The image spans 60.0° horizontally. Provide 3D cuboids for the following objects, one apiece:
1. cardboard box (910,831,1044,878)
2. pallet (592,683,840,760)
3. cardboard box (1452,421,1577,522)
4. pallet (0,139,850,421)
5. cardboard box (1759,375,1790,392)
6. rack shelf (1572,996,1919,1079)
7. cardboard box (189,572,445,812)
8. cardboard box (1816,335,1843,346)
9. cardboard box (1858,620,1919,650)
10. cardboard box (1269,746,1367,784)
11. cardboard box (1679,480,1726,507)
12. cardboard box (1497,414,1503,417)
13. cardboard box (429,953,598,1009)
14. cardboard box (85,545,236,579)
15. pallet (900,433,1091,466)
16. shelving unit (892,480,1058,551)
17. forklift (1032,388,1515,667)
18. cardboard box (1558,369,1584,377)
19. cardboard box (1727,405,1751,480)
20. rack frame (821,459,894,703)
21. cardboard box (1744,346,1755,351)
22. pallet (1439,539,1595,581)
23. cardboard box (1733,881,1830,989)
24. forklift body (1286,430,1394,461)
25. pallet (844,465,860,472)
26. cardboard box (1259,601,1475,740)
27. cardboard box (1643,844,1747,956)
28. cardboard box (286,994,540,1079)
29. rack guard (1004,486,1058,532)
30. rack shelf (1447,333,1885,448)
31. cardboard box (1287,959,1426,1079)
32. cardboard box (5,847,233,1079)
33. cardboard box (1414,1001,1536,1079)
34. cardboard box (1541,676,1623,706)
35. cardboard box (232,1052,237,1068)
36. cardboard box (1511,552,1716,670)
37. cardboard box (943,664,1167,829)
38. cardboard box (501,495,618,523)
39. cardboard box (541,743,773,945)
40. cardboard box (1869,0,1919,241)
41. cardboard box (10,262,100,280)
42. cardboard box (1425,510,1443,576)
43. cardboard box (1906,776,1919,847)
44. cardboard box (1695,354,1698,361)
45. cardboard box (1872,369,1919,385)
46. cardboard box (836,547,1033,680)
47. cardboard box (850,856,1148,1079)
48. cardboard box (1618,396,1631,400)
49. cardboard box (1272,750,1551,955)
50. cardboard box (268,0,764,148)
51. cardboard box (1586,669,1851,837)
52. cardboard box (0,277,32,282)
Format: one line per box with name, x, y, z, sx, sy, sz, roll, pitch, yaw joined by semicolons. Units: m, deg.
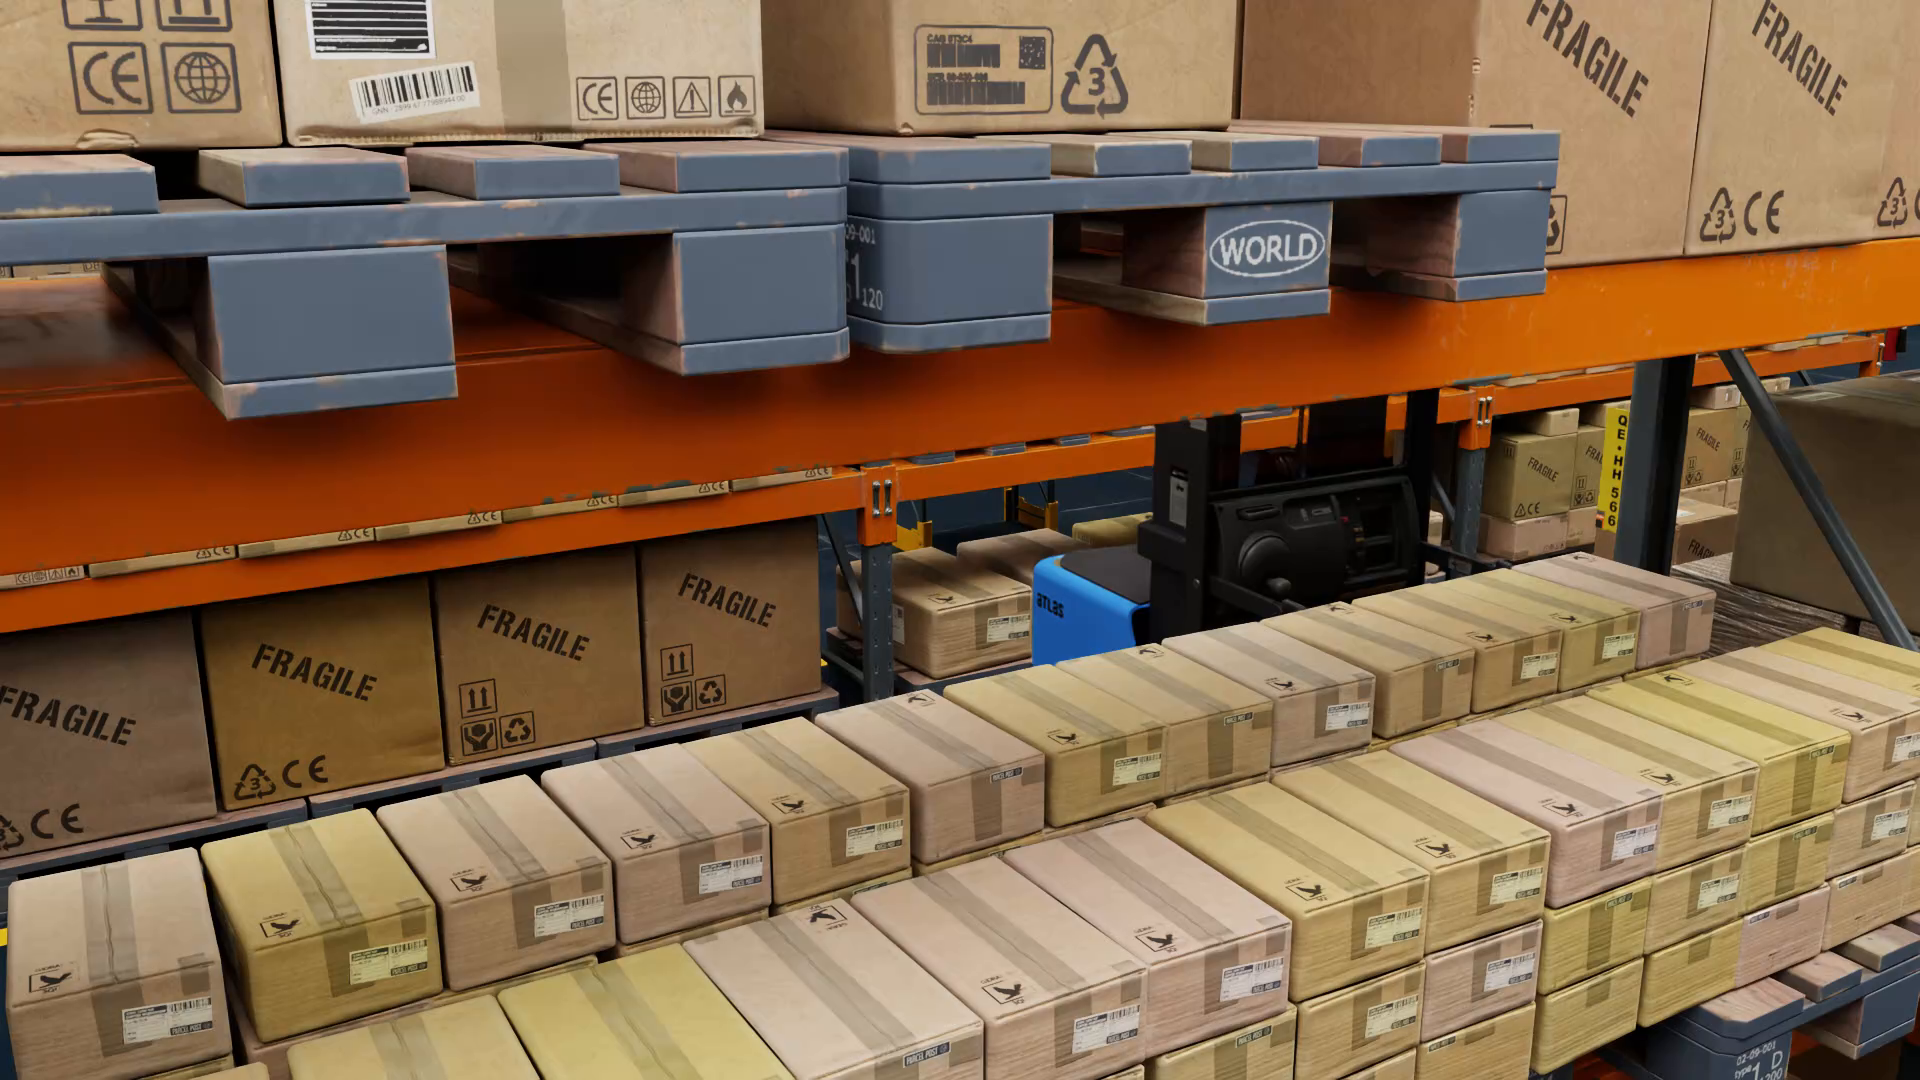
cardboard box;-0.053;0.553;3.017;0.250;0.149;0.380;-9;18;-29
pallet;-1.342;0.810;8.129;1.213;0.211;1.003;-9;18;-30
cardboard box;3.446;-0.440;10.348;0.500;0.500;0.500;-8;18;-27
pallet;-0.836;-0.353;1.901;1.003;0.211;1.213;-9;18;-30
cardboard box;5.398;-1.050;11.325;0.250;0.149;0.380;-9;18;-28
rack shelf;0.294;1.131;3.152;4.000;0.370;1.077;-9;18;-30
cardboard box;-2.795;0.520;7.156;0.875;0.875;0.875;-9;18;-28
cardboard box;5.860;-1.454;11.504;0.250;0.149;0.380;-9;18;-30
cardboard box;2.533;0.458;4.033;0.500;0.500;0.500;-9;18;-29
cardboard box;0.602;0.448;3.390;0.250;0.149;0.380;-9;18;-30
cardboard box;4.782;-0.296;11.226;0.500;0.250;0.500;-10;18;-32
cardboard box;3.606;-0.636;11.047;0.500;0.500;0.500;-9;18;-29
cardboard box;-0.741;0.666;2.612;0.250;0.149;0.380;-8;18;-27
cardboard box;-3.100;-0.069;6.377;0.500;0.250;0.500;-10;18;-31
pallet;-0.071;-0.656;8.549;1.003;0.211;1.213;-9;18;-30
shelving unit;0.065;-0.733;11.245;1.083;1.500;0.587;-9;18;-30
forklift;1.440;-0.011;6.019;1.130;2.935;3.031;-8;18;-27
cardboard box;3.639;-1.121;10.316;0.250;0.149;0.380;-9;18;-30
cardboard box;5.232;-0.731;11.388;0.500;0.500;0.500;-8;18;-28
rack frame;-0.627;-0.625;8.082;0.127;3.000;1.000;-9;18;-30
cardboard box;5.132;-1.377;11.230;0.250;0.149;0.380;-9;18;-29
pallet;3.359;0.060;10.804;1.213;0.211;1.003;-9;18;-30
cardboard box;1.388;0.670;3.150;0.250;0.149;0.380;-9;18;-29
forklift body;2.985;-1.790;13.812;1.214;2.155;2.313;-9;18;-30
pallet;-1.416;-0.704;13.530;1.213;0.211;1.003;-9;18;-30
cardboard box;0.844;0.266;3.490;0.250;0.149;0.380;-10;19;-32
cardboard box;1.153;0.565;2.972;0.250;0.149;0.380;-9;18;-30
cardboard box;-0.610;0.706;1.919;0.250;0.149;0.380;-9;18;-28
rack guard;0.492;-0.200;11.661;0.087;0.250;0.587;-9;18;-30
rack shelf;4.516;-1.113;11.154;4.000;0.370;1.077;-9;18;-30
cardboard box;0.494;0.672;2.593;0.250;0.149;0.380;-10;18;-31
cardboard box;-1.177;0.594;2.320;0.250;0.149;0.380;-8;18;-27
cardboard box;0.720;0.777;2.768;0.250;0.149;0.380;-9;18;-28
cardboard box;1.259;0.341;3.773;0.250;0.149;0.380;-8;18;-27
cardboard box;-0.959;0.844;2.530;0.250;0.149;0.380;-9;18;-29
cardboard box;1.509;0.159;3.872;0.250;0.149;0.380;-9;18;-30
cardboard box;0.171;0.375;3.100;0.250;0.149;0.380;-10;18;-30
cardboard box;-1.797;-0.281;7.134;0.500;0.250;0.500;-9;18;-30
cardboard box;-0.499;0.484;2.711;0.250;0.149;0.380;-9;18;-30
cardboard box;1.650;-0.848;3.135;0.500;0.500;0.500;-9;18;-30
cardboard box;-5.642;-1.555;10.435;0.500;0.500;0.700;-9;18;-29
cardboard box;2.353;-0.044;10.101;0.625;0.372;0.950;-9;18;-29
cardboard box;1.820;0.456;3.362;0.250;0.149;0.380;-9;18;-29
cardboard box;4.540;-1.247;10.765;0.250;0.149;0.380;-9;18;-30
cardboard box;2.831;-0.154;4.364;0.500;0.500;0.700;-10;18;-31
cardboard box;-0.138;0.362;8.652;0.625;0.372;0.950;-11;19;-33
cardboard box;0.046;0.601;2.293;0.250;0.149;0.380;-9;18;-30
cardboard box;4.253;-0.866;10.665;0.250;0.149;0.380;-8;18;-27
cardboard box;0.715;0.492;2.682;0.250;0.149;0.380;-8;18;-27
cardboard box;-0.558;-0.615;1.876;0.500;0.311;0.500;-10;18;-30
cardboard box;1.384;0.384;3.069;0.250;0.149;0.380;-9;18;-28
cardboard box;-3.802;-0.719;6.378;0.500;0.500;0.500;-9;18;-28
